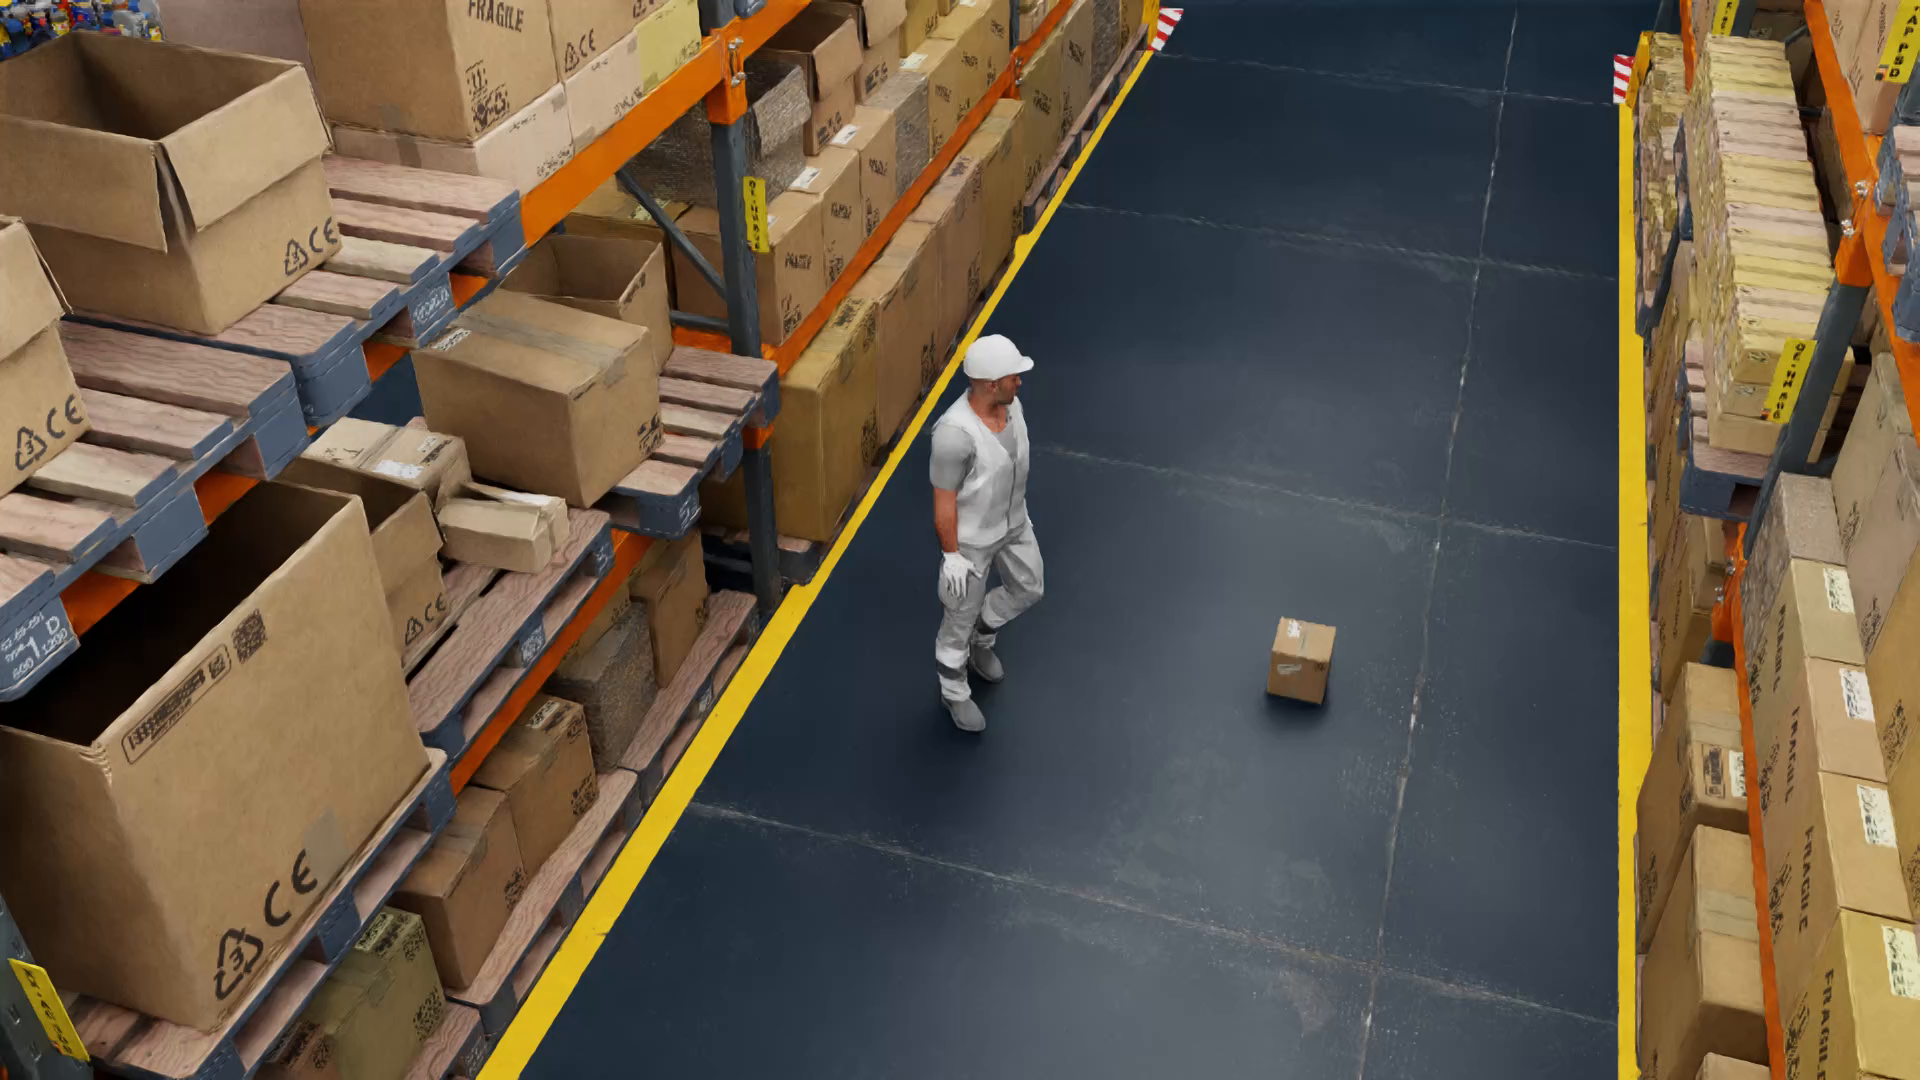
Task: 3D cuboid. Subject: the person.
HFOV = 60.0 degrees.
[{"bbox_3d":[0.071,-0.046,6.910,0.430,1.789,0.594,28,45,32],"label":"person"}]
